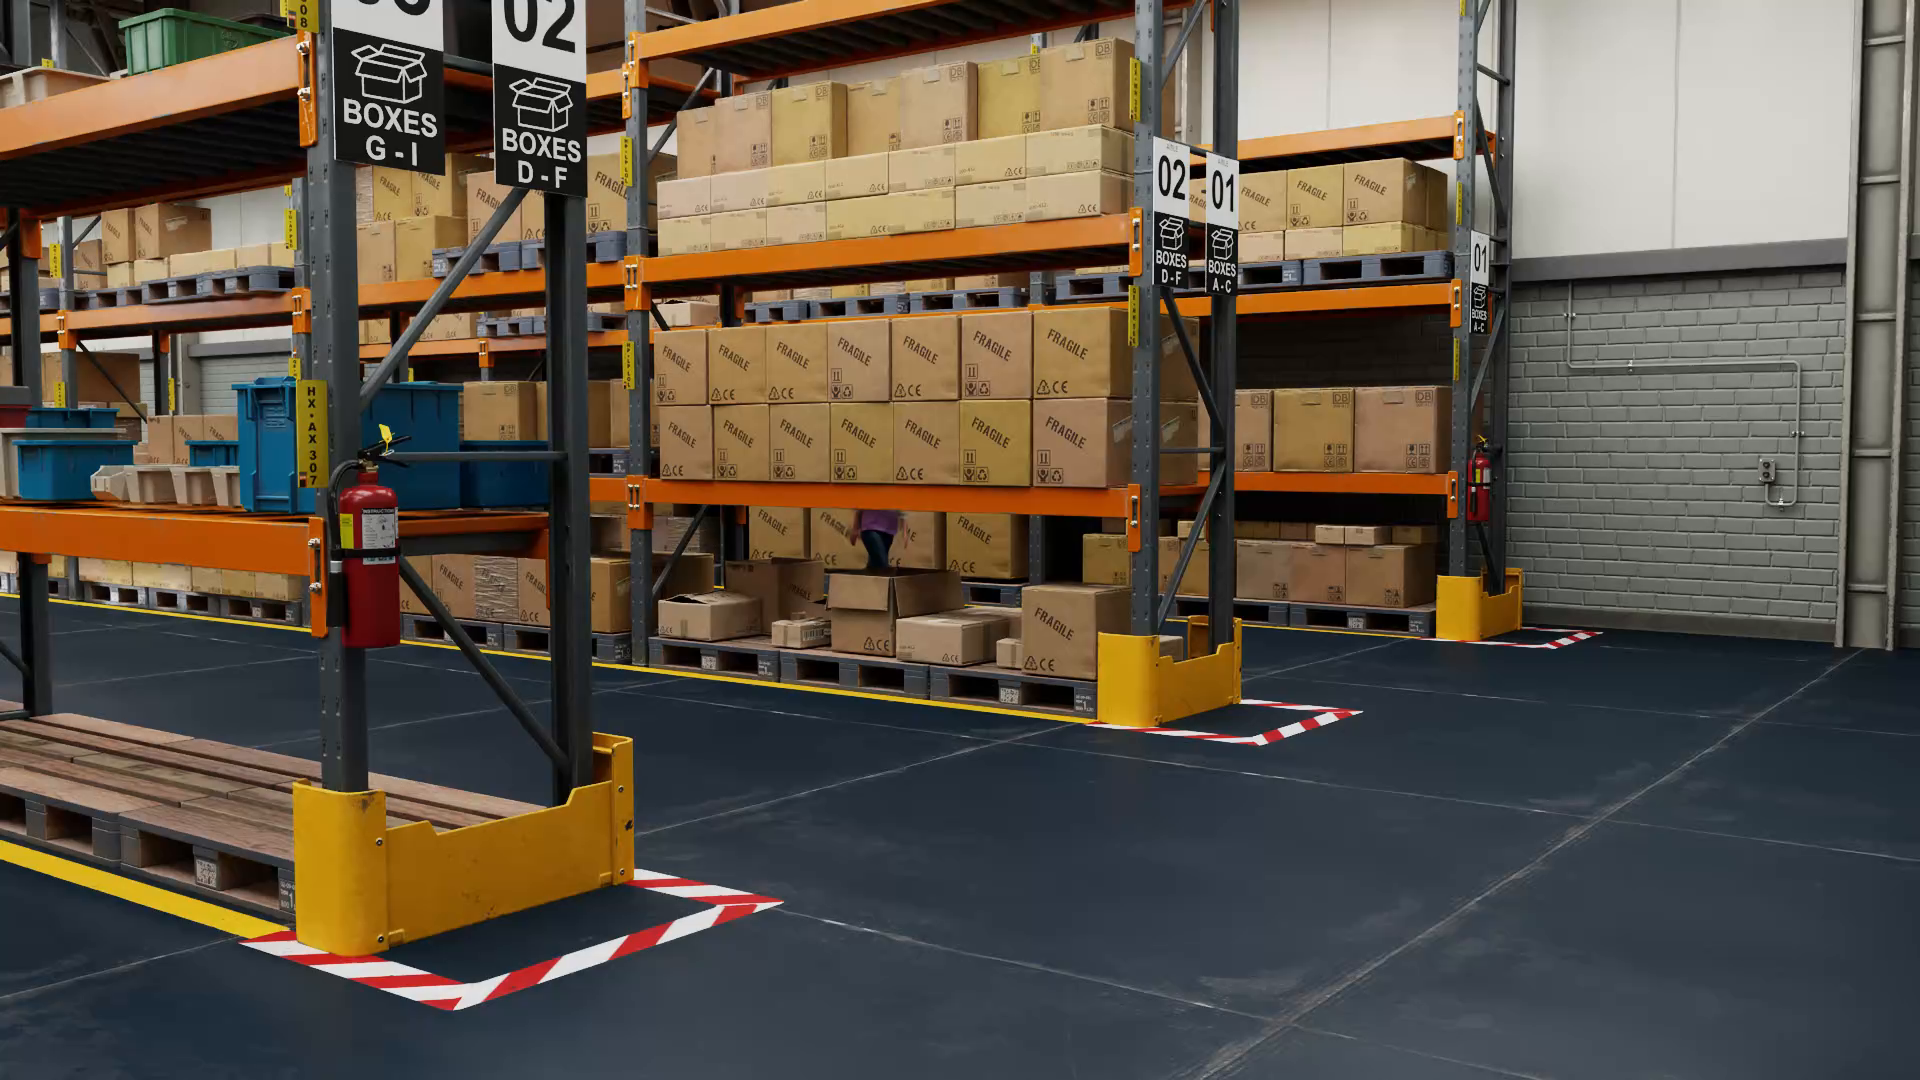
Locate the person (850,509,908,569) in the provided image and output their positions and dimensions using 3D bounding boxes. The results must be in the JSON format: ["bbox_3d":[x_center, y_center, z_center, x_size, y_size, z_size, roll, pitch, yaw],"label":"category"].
[{"bbox_3d":[-0.649,-0.056,13.955,0.444,1.562,0.786,-3,5,-43],"label":"person"}]
